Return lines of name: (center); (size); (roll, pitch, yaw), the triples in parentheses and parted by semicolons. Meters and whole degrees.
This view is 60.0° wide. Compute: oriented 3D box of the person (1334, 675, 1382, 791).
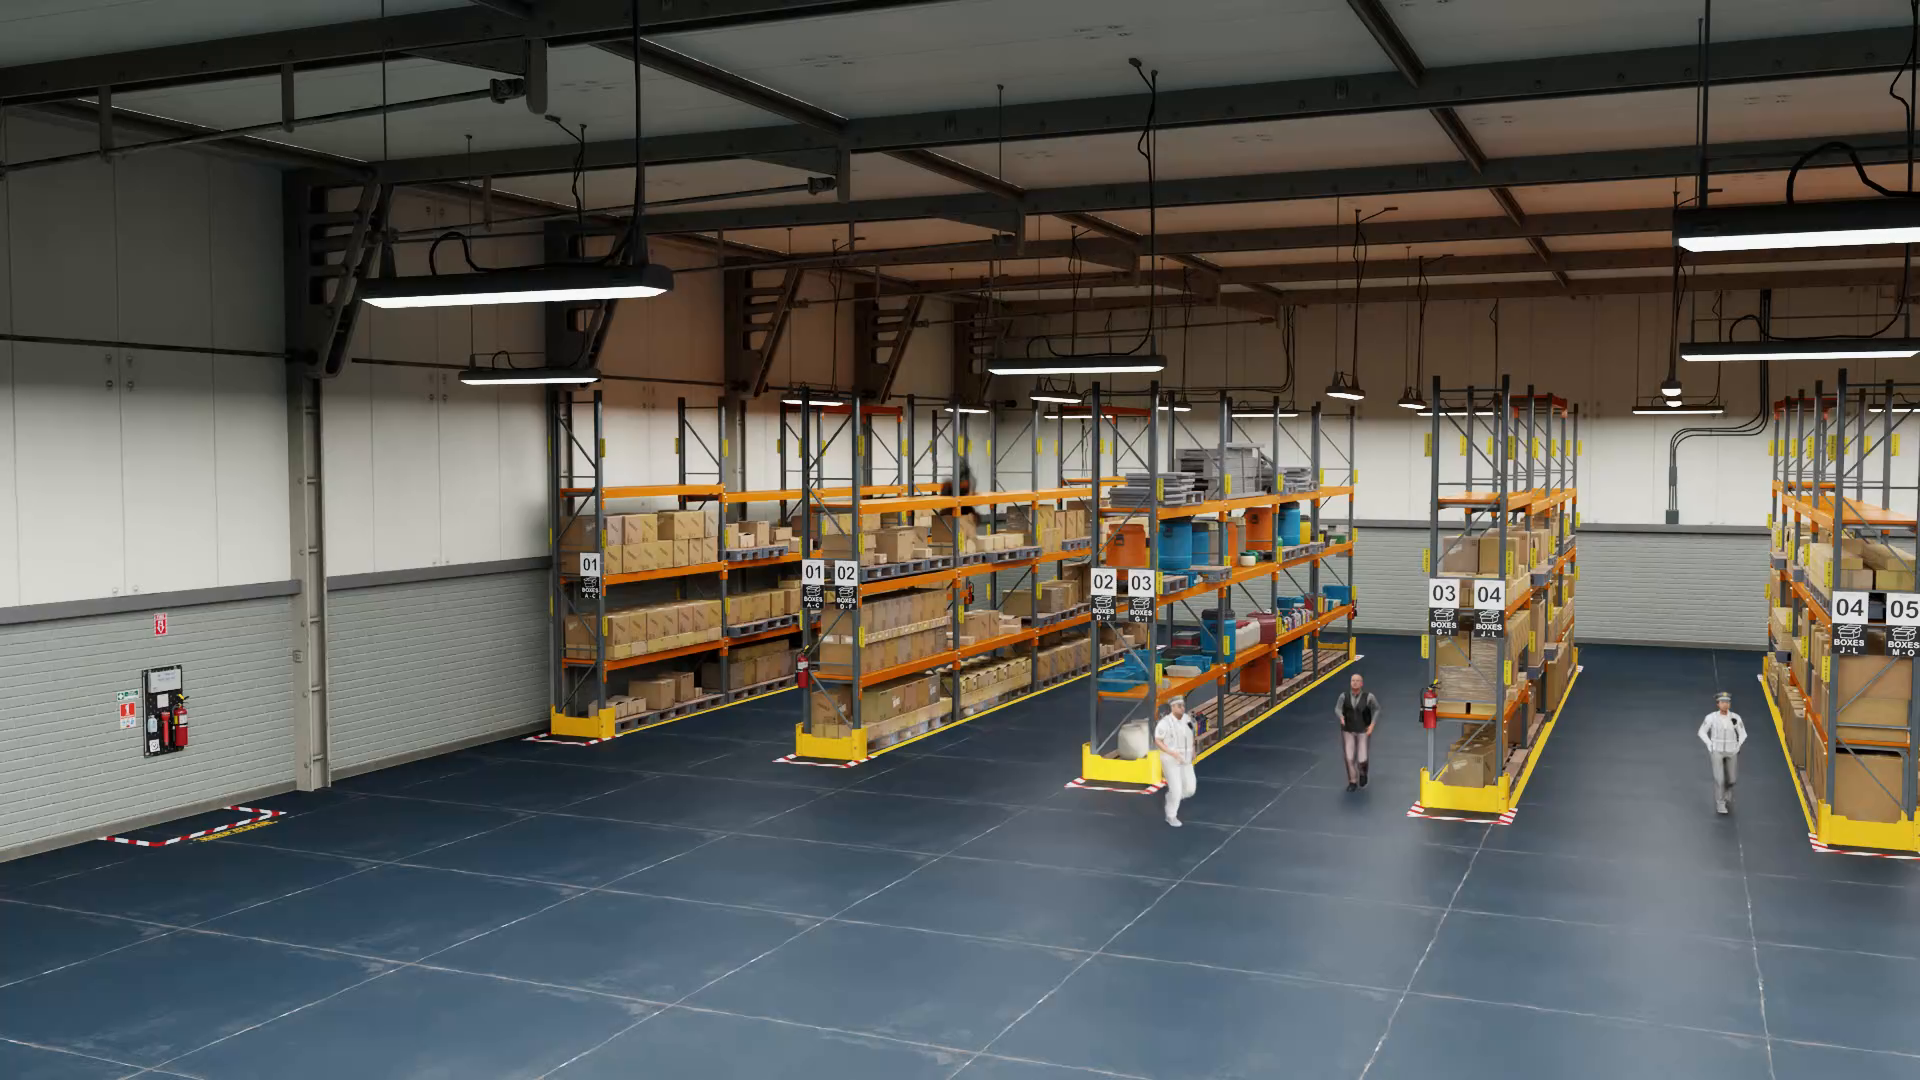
person: (5.782, 2.817, 24.262); (0.666, 1.697, 0.572); (1, 3, 23)

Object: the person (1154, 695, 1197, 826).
person: (2.888, 2.913, 22.143); (0.692, 1.742, 0.620); (-2, 4, -33)

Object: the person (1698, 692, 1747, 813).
person: (10.517, 2.910, 22.938); (0.615, 1.642, 0.588); (1, 3, 16)
